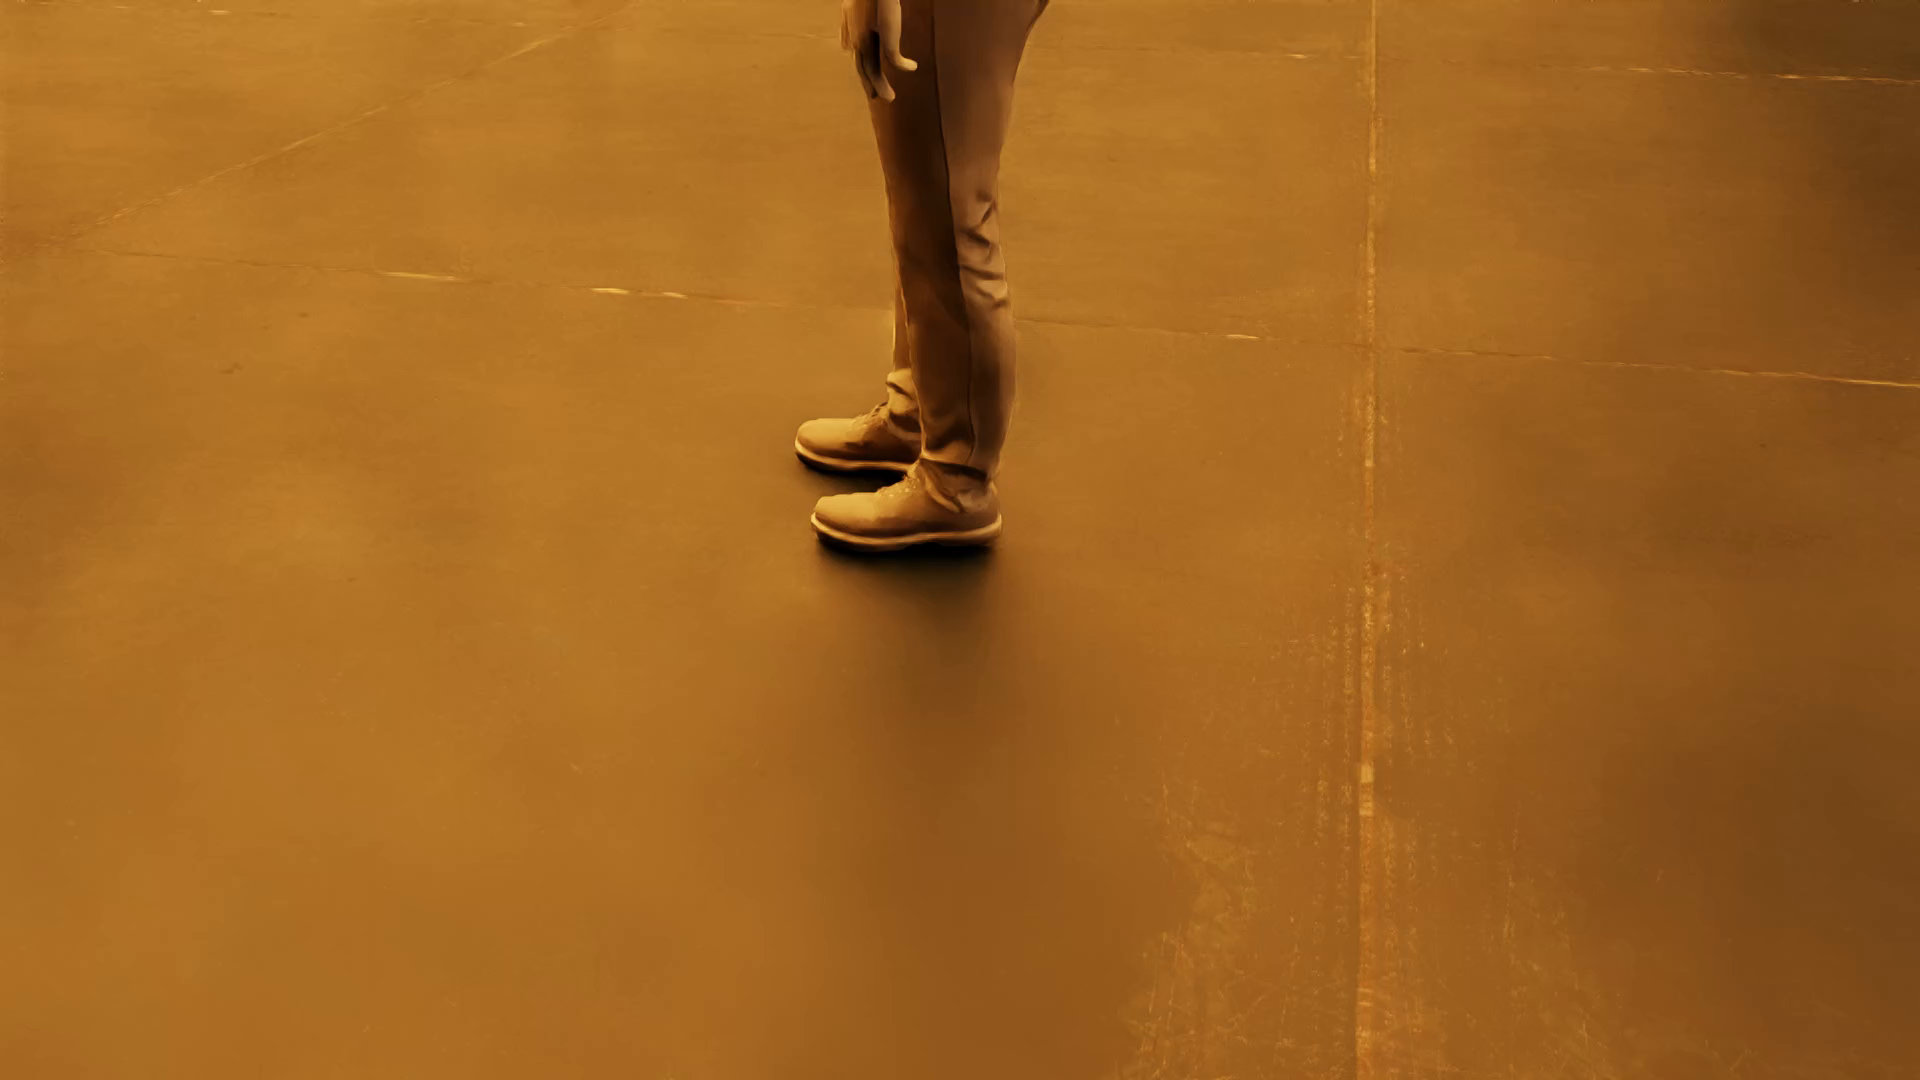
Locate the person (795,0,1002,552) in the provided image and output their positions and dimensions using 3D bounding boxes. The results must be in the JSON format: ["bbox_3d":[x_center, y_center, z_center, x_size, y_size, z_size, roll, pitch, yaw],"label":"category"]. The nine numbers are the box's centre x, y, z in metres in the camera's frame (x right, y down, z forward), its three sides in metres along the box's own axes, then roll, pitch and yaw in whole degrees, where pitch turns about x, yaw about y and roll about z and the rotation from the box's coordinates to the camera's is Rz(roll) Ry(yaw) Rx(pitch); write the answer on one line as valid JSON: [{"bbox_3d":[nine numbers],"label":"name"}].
[{"bbox_3d":[-0.064,-0.773,2.135,0.532,1.695,0.586,6,27,11],"label":"person"}]
